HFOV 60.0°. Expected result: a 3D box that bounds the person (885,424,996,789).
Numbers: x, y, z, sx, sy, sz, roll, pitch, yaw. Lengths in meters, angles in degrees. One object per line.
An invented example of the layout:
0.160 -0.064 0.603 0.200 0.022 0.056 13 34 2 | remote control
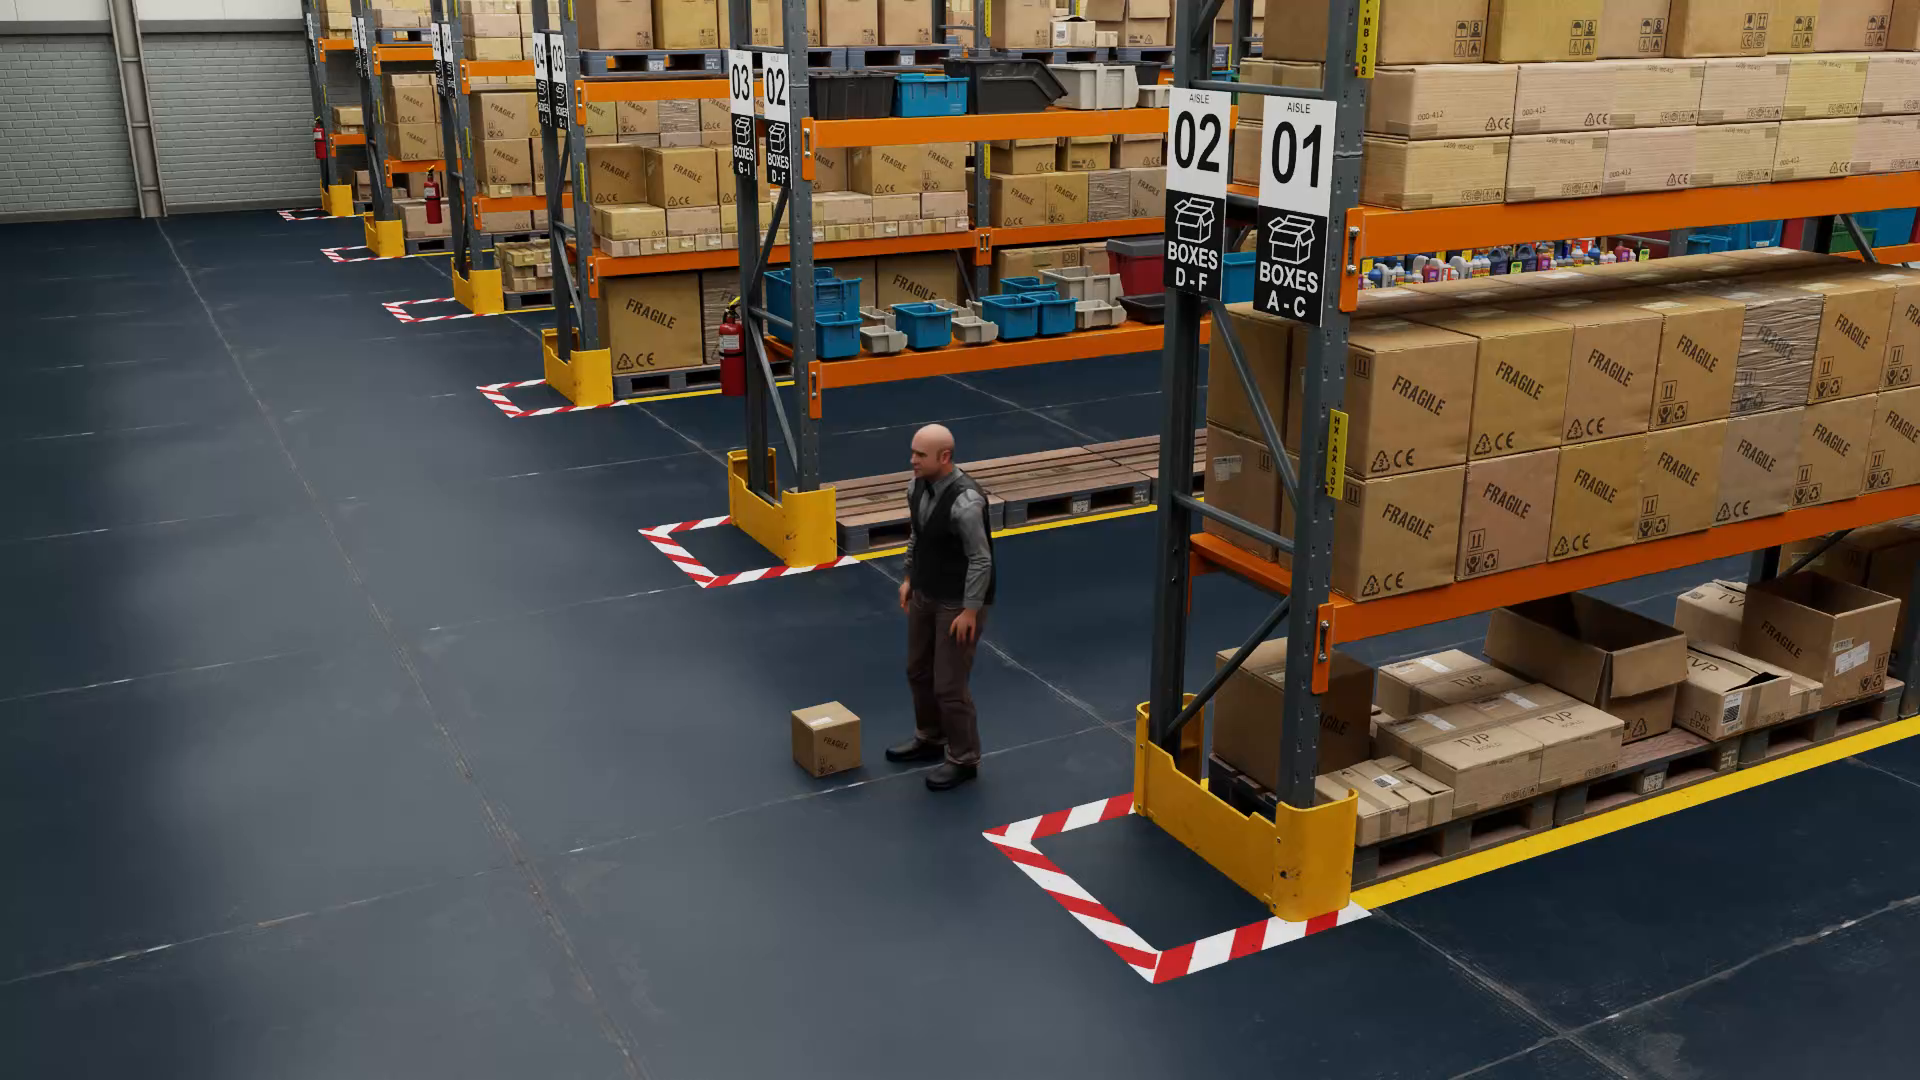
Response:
-0.057 0.284 7.737 0.411 1.721 0.588 -11 21 -30 | person
